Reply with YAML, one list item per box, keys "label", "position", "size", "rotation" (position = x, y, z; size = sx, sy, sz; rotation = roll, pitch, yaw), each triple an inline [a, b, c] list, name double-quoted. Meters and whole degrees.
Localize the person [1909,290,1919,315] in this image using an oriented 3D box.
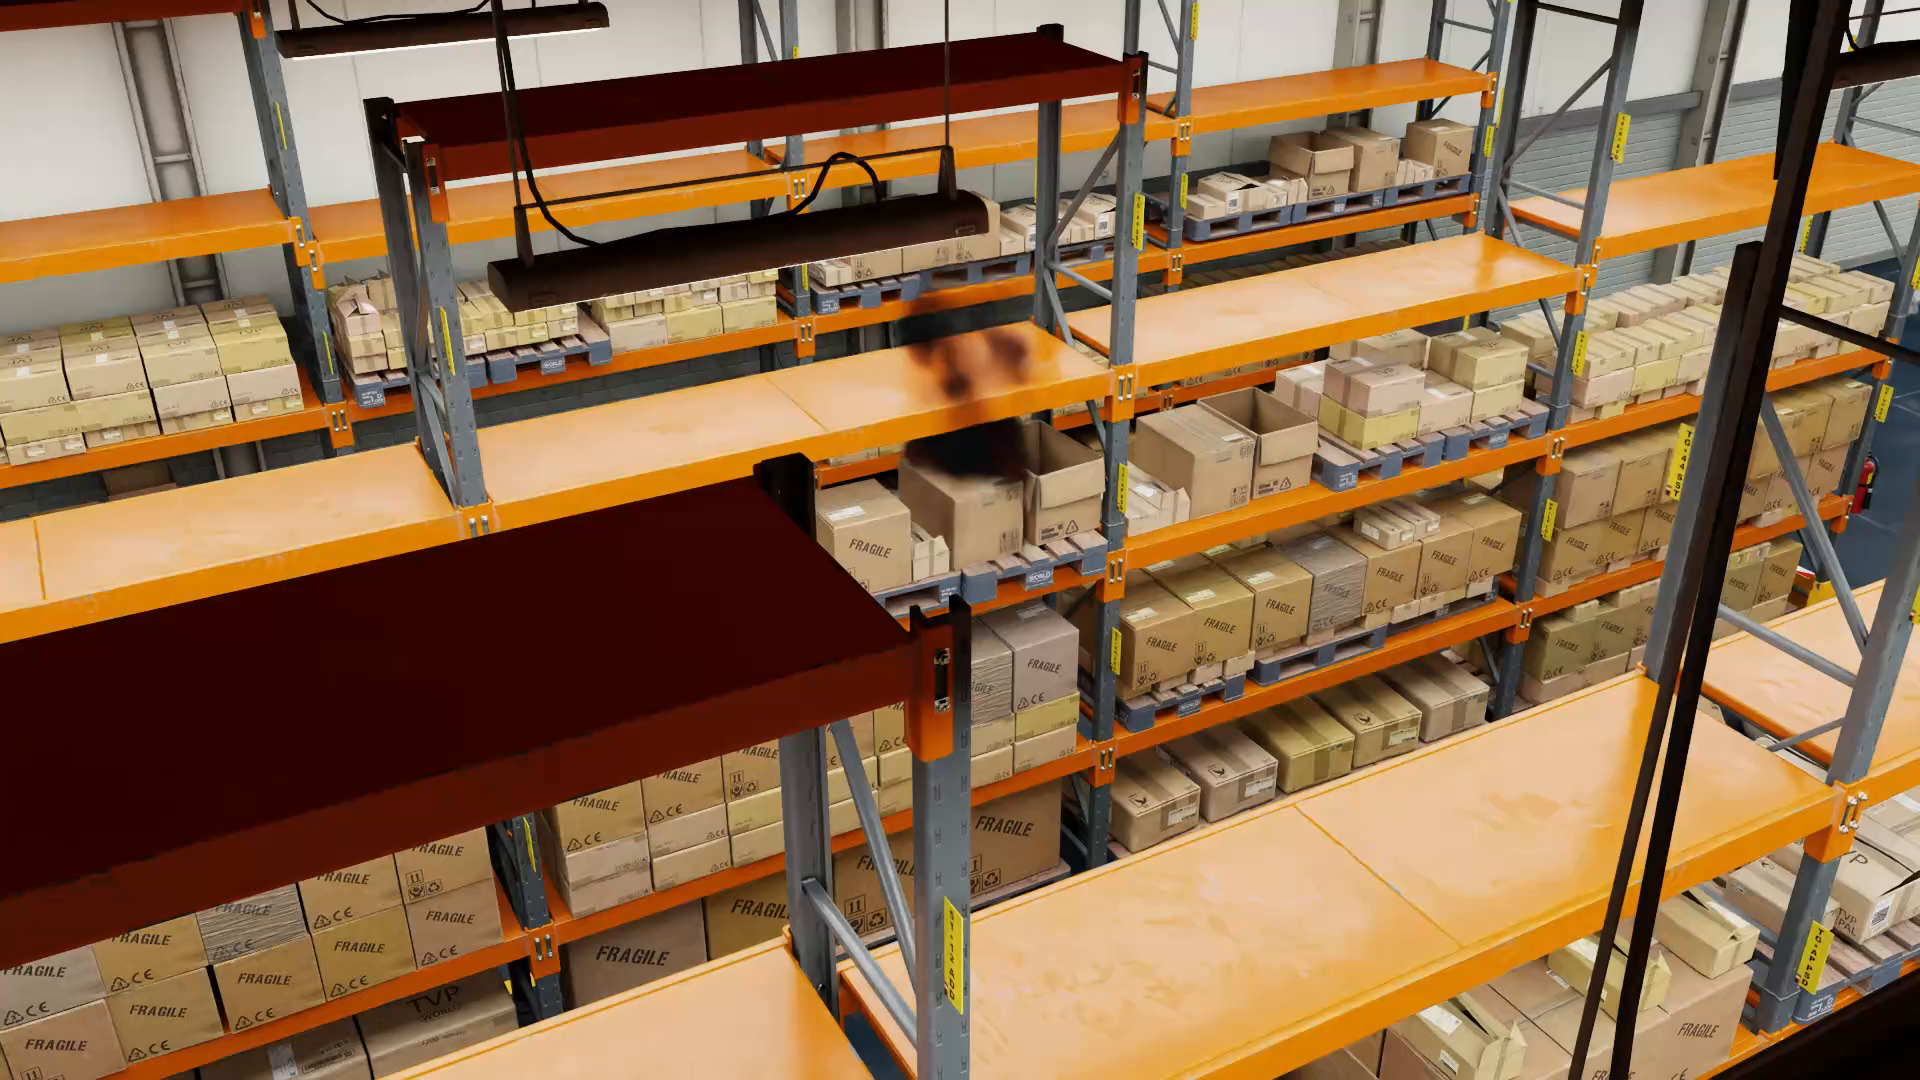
- label: "person"
  position: [13.234, -3.768, 22.331]
  size: [0.743, 1.652, 0.615]
  rotation: [-19, 34, -32]
